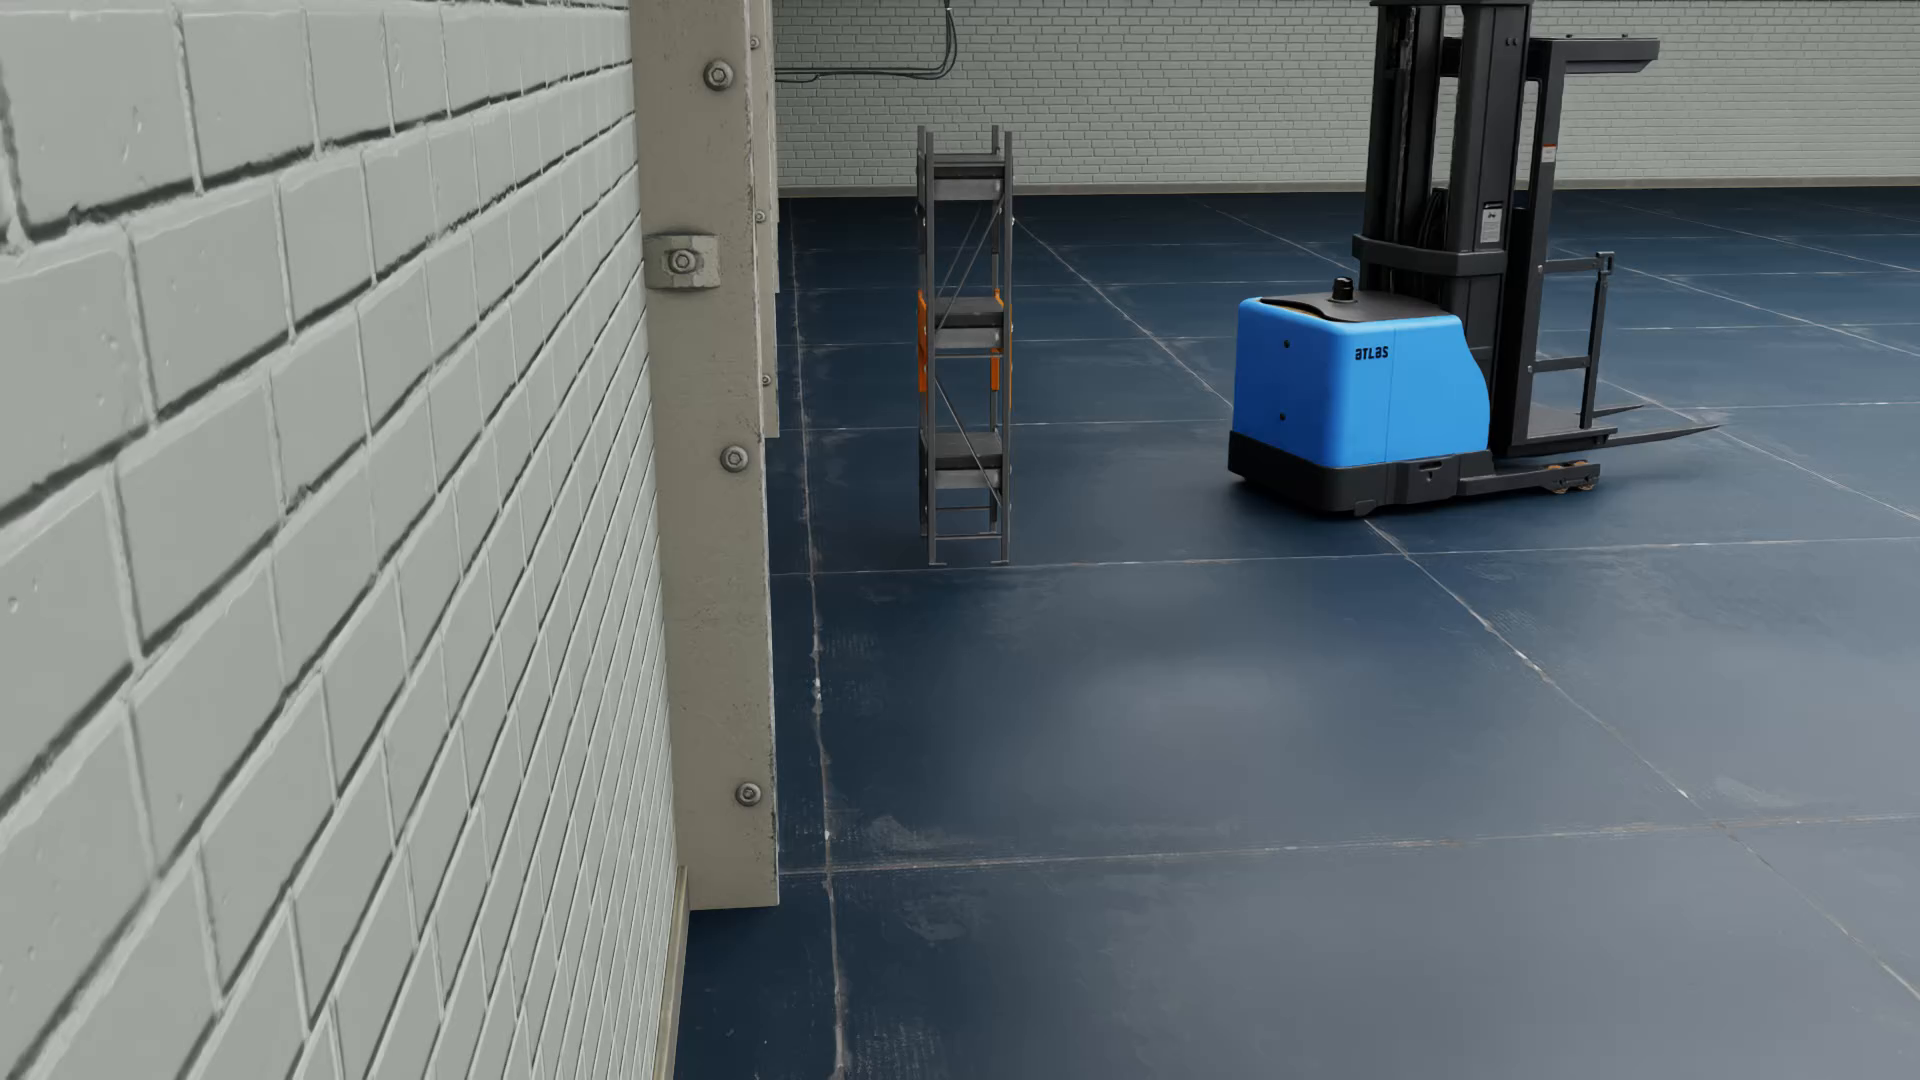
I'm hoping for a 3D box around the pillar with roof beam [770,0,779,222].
[{"bbox_3d":[1.696,-8.722,21.435,9.100,9.000,0.400,-2,18,-6],"label":"pillar with roof beam"}]

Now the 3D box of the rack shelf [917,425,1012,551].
[{"bbox_3d":[0.017,-0.272,8.419,0.431,0.518,0.480,-2,18,-6],"label":"rack shelf"}]

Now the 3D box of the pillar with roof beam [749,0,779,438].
[{"bbox_3d":[2.934,-5.147,10.047,9.100,9.000,0.400,-2,18,-6],"label":"pillar with roof beam"}]

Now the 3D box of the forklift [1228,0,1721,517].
[{"bbox_3d":[3.134,-1.797,9.508,3.031,2.935,1.130,-7,19,-23],"label":"forklift"}]

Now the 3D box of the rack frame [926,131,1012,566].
[{"bbox_3d":[0.042,-0.880,7.974,0.400,2.100,0.015,-2,18,-6],"label":"rack frame"}]

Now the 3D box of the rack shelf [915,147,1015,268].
[{"bbox_3d":[0.017,-1.607,8.000,0.431,0.518,0.480,-2,18,-6],"label":"rack shelf"}]

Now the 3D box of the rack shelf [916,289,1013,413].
[{"bbox_3d":[0.017,-0.939,8.210,0.431,0.518,0.480,-2,18,-6],"label":"rack shelf"}]

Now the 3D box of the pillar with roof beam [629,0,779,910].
[{"bbox_3d":[3.552,-3.359,4.353,9.100,9.000,0.400,-2,18,-6],"label":"pillar with roof beam"}]

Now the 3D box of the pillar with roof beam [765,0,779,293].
[{"bbox_3d":[2.315,-6.934,15.741,9.100,9.000,0.400,-2,18,-6],"label":"pillar with roof beam"}]

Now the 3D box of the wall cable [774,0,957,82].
[{"bbox_3d":[-1.575,-8.026,24.402,3.097,2.526,0.112,-2,18,-6],"label":"wall cable"}]

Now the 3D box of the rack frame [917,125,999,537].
[{"bbox_3d":[-0.008,-1.025,8.437,0.400,2.100,0.015,-2,18,-6],"label":"rack frame"}]

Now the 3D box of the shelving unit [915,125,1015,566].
[{"bbox_3d":[0.017,-0.952,8.205,0.431,2.100,0.503,-2,18,-6],"label":"shelving unit"}]
